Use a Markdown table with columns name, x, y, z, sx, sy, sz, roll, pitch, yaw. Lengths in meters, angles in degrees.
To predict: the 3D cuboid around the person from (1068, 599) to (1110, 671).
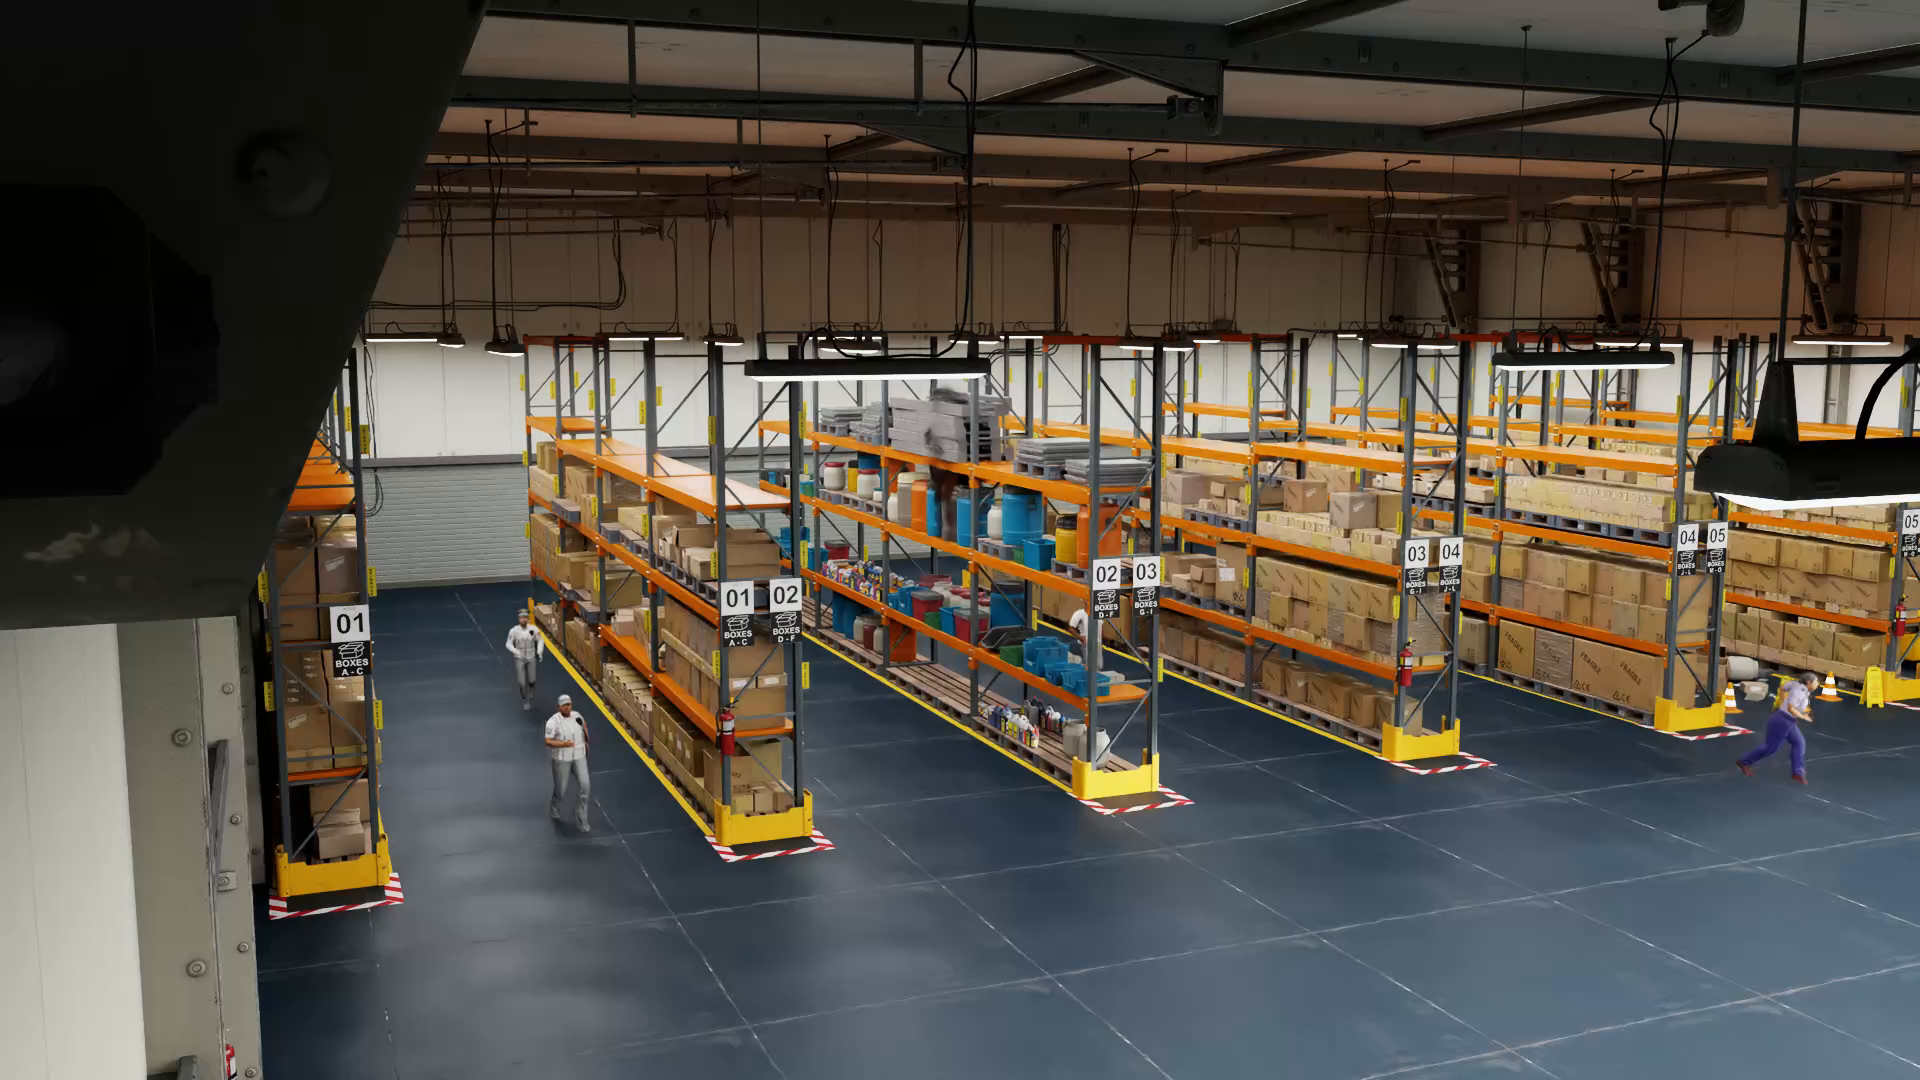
| name | x | y | z | sx | sy | sz | roll | pitch | yaw |
| --- | --- | --- | --- | --- | --- | --- | --- | --- | --- |
| person | 2.168 | 1.742 | 28.208 | 0.702 | 1.726 | 0.598 | -4 | 9 | -28 |

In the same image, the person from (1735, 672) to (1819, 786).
| name | x | y | z | sx | sy | sz | roll | pitch | yaw |
| --- | --- | --- | --- | --- | --- | --- | --- | --- | --- |
| person | 11.180 | 2.565 | 22.784 | 0.967 | 1.612 | 0.648 | 3 | 8 | 23 |

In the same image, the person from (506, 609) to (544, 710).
| name | x | y | z | sx | sy | sz | roll | pitch | yaw |
| --- | --- | --- | --- | --- | --- | --- | --- | --- | --- |
| person | -7.061 | 1.932 | 27.041 | 0.612 | 1.658 | 0.548 | -2 | 8 | -16 |

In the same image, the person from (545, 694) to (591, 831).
| name | x | y | z | sx | sy | sz | roll | pitch | yaw |
| --- | --- | --- | --- | --- | --- | --- | --- | --- | --- |
| person | -4.900 | 2.770 | 20.840 | 0.607 | 1.705 | 0.802 | -5 | 9 | -31 |
